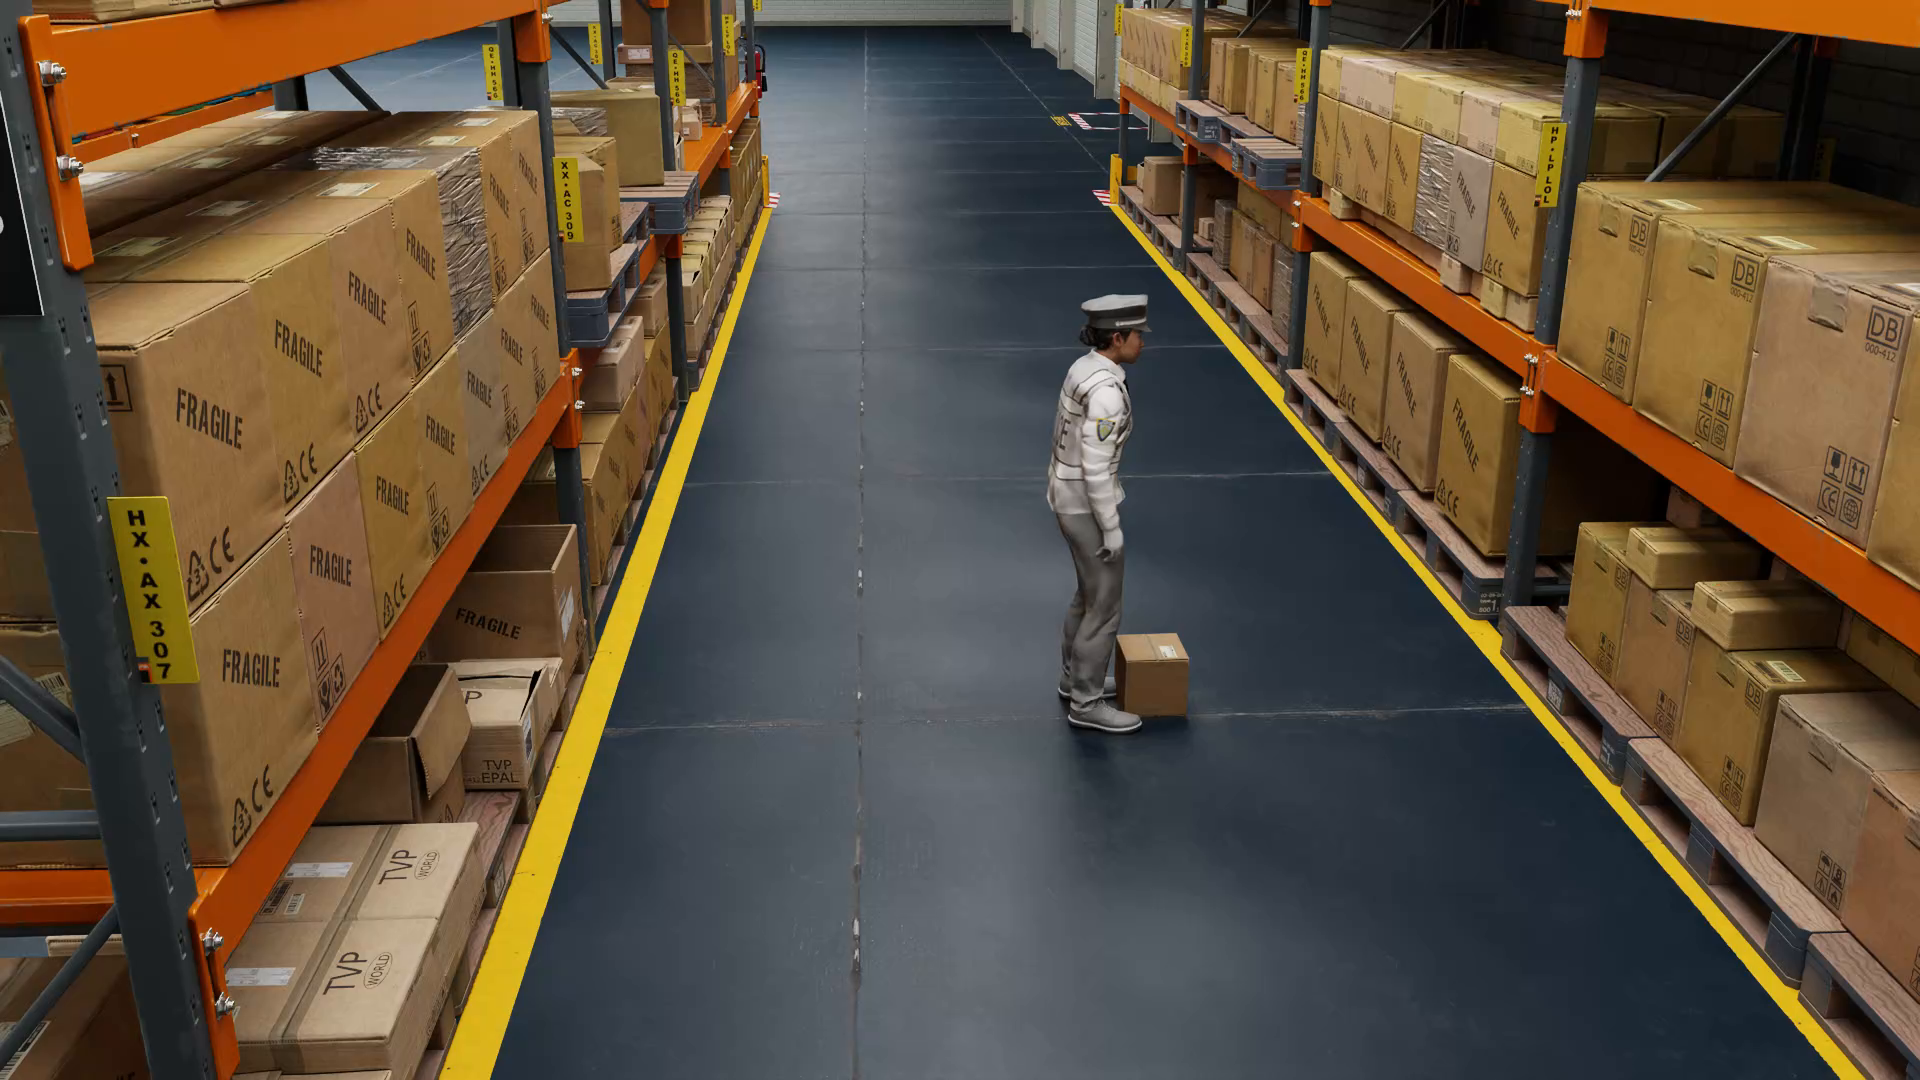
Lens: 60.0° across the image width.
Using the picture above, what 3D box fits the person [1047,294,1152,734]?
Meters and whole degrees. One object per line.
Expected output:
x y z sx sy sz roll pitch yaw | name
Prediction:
0.523 -0.112 6.371 0.372 1.663 0.529 -1 21 -3 | person
